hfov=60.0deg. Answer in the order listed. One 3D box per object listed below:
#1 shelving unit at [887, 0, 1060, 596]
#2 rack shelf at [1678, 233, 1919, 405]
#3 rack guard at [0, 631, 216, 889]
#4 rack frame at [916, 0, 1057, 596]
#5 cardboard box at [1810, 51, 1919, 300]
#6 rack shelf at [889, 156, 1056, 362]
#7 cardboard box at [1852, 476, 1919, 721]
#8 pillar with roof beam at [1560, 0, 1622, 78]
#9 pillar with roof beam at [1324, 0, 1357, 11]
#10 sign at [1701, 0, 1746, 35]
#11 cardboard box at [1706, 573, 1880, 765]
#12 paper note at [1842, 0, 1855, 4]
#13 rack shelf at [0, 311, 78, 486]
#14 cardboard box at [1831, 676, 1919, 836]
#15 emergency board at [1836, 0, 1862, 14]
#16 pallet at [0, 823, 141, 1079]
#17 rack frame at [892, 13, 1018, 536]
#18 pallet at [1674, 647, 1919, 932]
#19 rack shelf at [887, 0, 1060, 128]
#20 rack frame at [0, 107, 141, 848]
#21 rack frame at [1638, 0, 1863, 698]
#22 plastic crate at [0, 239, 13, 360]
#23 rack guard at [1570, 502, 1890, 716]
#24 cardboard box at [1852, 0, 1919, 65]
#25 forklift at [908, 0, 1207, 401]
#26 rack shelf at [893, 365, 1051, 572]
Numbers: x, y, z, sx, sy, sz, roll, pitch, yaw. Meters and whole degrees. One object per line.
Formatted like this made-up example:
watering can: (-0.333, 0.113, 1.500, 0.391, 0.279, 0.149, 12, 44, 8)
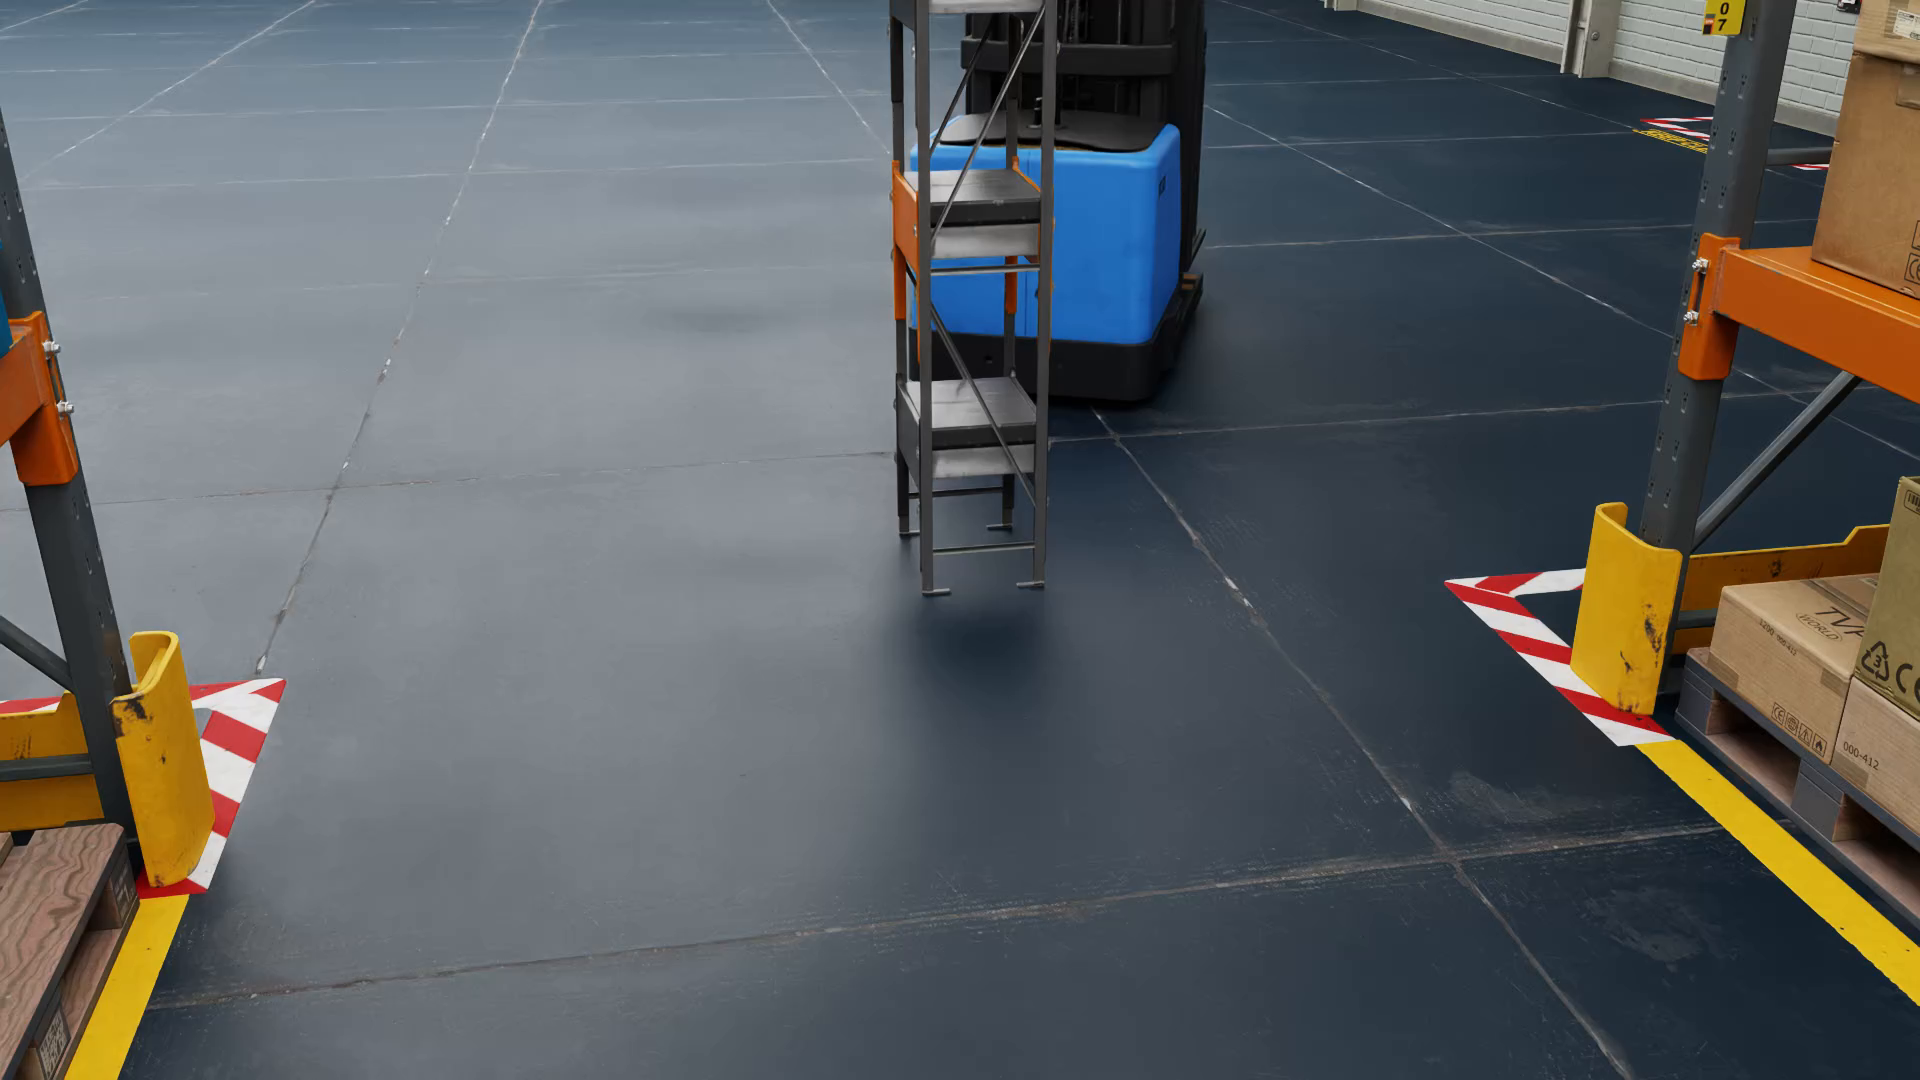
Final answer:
shelving unit: (0.031, -0.897, 5.181, 0.431, 2.100, 0.503, -4, 24, -10)
rack shelf: (2.764, 0.134, 2.595, 1.077, 0.370, 4.000, -4, 24, -10)
rack guard: (-2.415, 0.554, 3.856, 1.175, 0.500, 0.348, -4, 24, -10)
rack frame: (0.076, -0.801, 4.961, 0.400, 2.100, 0.015, -4, 24, -10)
cardboard box: (2.468, -0.844, 3.810, 0.700, 0.500, 0.500, -4, 24, -10)
rack shelf: (0.031, -0.885, 5.186, 0.431, 0.518, 0.480, -4, 24, -10)
cardboard box: (2.369, 0.165, 3.598, 0.500, 0.500, 0.500, -4, 24, -10)
pillar with roof beam: (1.791, -8.290, 13.489, 9.100, 9.000, 0.400, -4, 24, -10)
pillar with roof beam: (0.682, -10.650, 18.892, 9.100, 9.000, 0.400, -4, 24, -10)
sign: (1.847, -1.377, 3.975, 0.100, 0.325, 0.005, -4, 24, -10)
cardboard box: (2.274, 0.312, 4.198, 0.500, 0.250, 0.500, -4, 24, -10)
paper note: (6.747, -4.146, 12.595, 0.016, 0.148, 0.142, -4, 24, -10)
rack shelf: (-2.105, 0.499, 1.759, 1.077, 0.370, 4.000, -4, 24, -10)
cardboard box: (2.370, 0.509, 3.749, 0.500, 0.250, 0.500, -4, 24, -10)
emergency board: (6.712, -4.474, 12.247, 0.194, 1.169, 0.643, -4, 24, -10)
pallet: (-2.270, 1.007, 3.182, 1.003, 0.211, 1.213, -4, 24, -10)
rack frame: (-0.015, -0.993, 5.400, 0.400, 2.100, 0.015, -4, 24, -10)
pallet: (2.576, 0.593, 4.129, 1.003, 0.211, 1.213, -4, 24, -10)
rack shelf: (0.031, -1.526, 4.906, 0.431, 0.518, 0.480, -4, 24, -10)
rack frame: (-2.475, -0.618, 3.417, 1.000, 3.000, 0.127, -4, 24, -10)
rack frame: (2.394, -0.983, 4.253, 1.000, 3.000, 0.127, -4, 24, -10)
plastic crate: (-2.088, -0.375, 3.046, 0.499, 0.251, 0.616, -4, 24, -10)
rack guard: (2.389, 0.153, 4.775, 1.175, 0.500, 0.348, -4, 24, -10)
cardboard box: (2.255, -1.156, 3.713, 0.380, 0.149, 0.250, -4, 24, -10)
forklift: (0.622, -2.483, 7.772, 1.130, 2.935, 3.031, 5, 24, 12)
rack shelf: (0.031, -0.243, 5.466, 0.431, 0.518, 0.480, -4, 24, -10)
